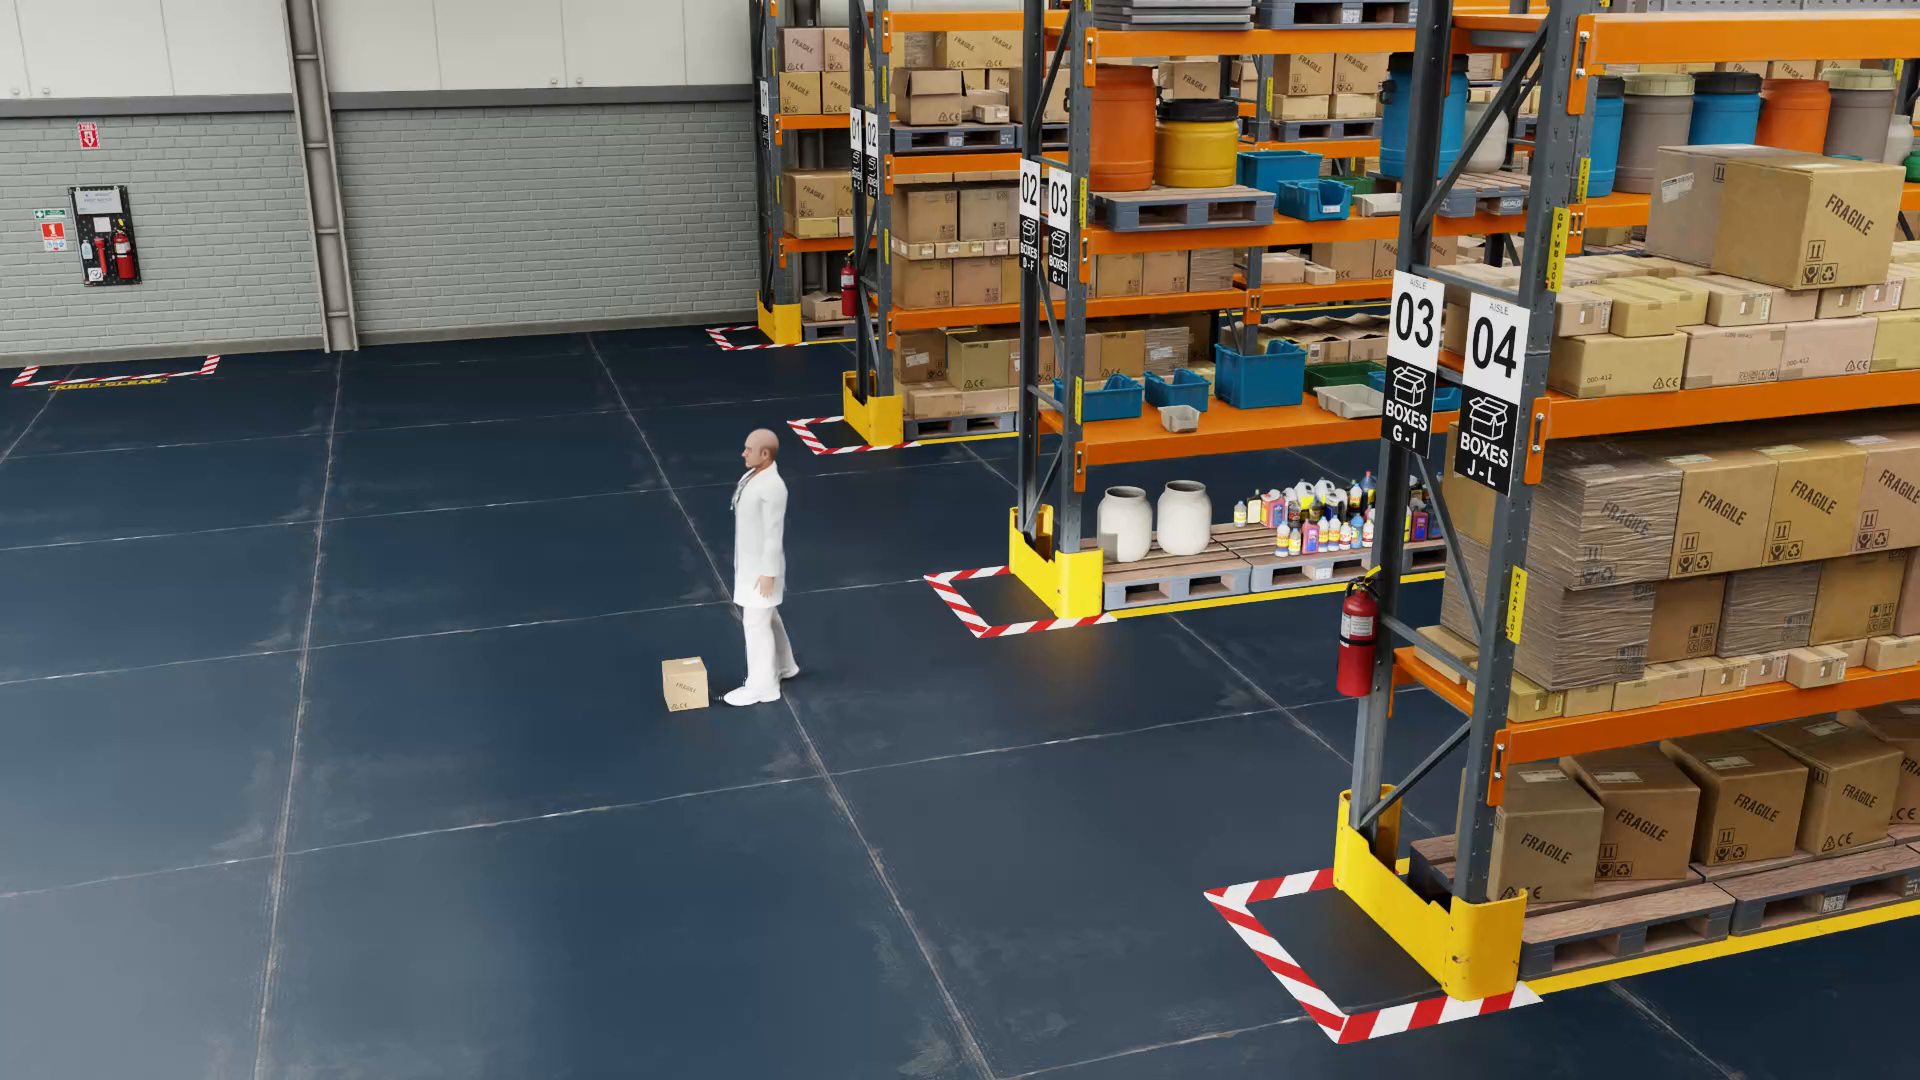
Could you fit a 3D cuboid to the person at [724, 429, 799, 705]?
[{"bbox_3d":[-1.289,0.176,10.618,0.557,1.811,0.583,-6,20,-16],"label":"person"}]
